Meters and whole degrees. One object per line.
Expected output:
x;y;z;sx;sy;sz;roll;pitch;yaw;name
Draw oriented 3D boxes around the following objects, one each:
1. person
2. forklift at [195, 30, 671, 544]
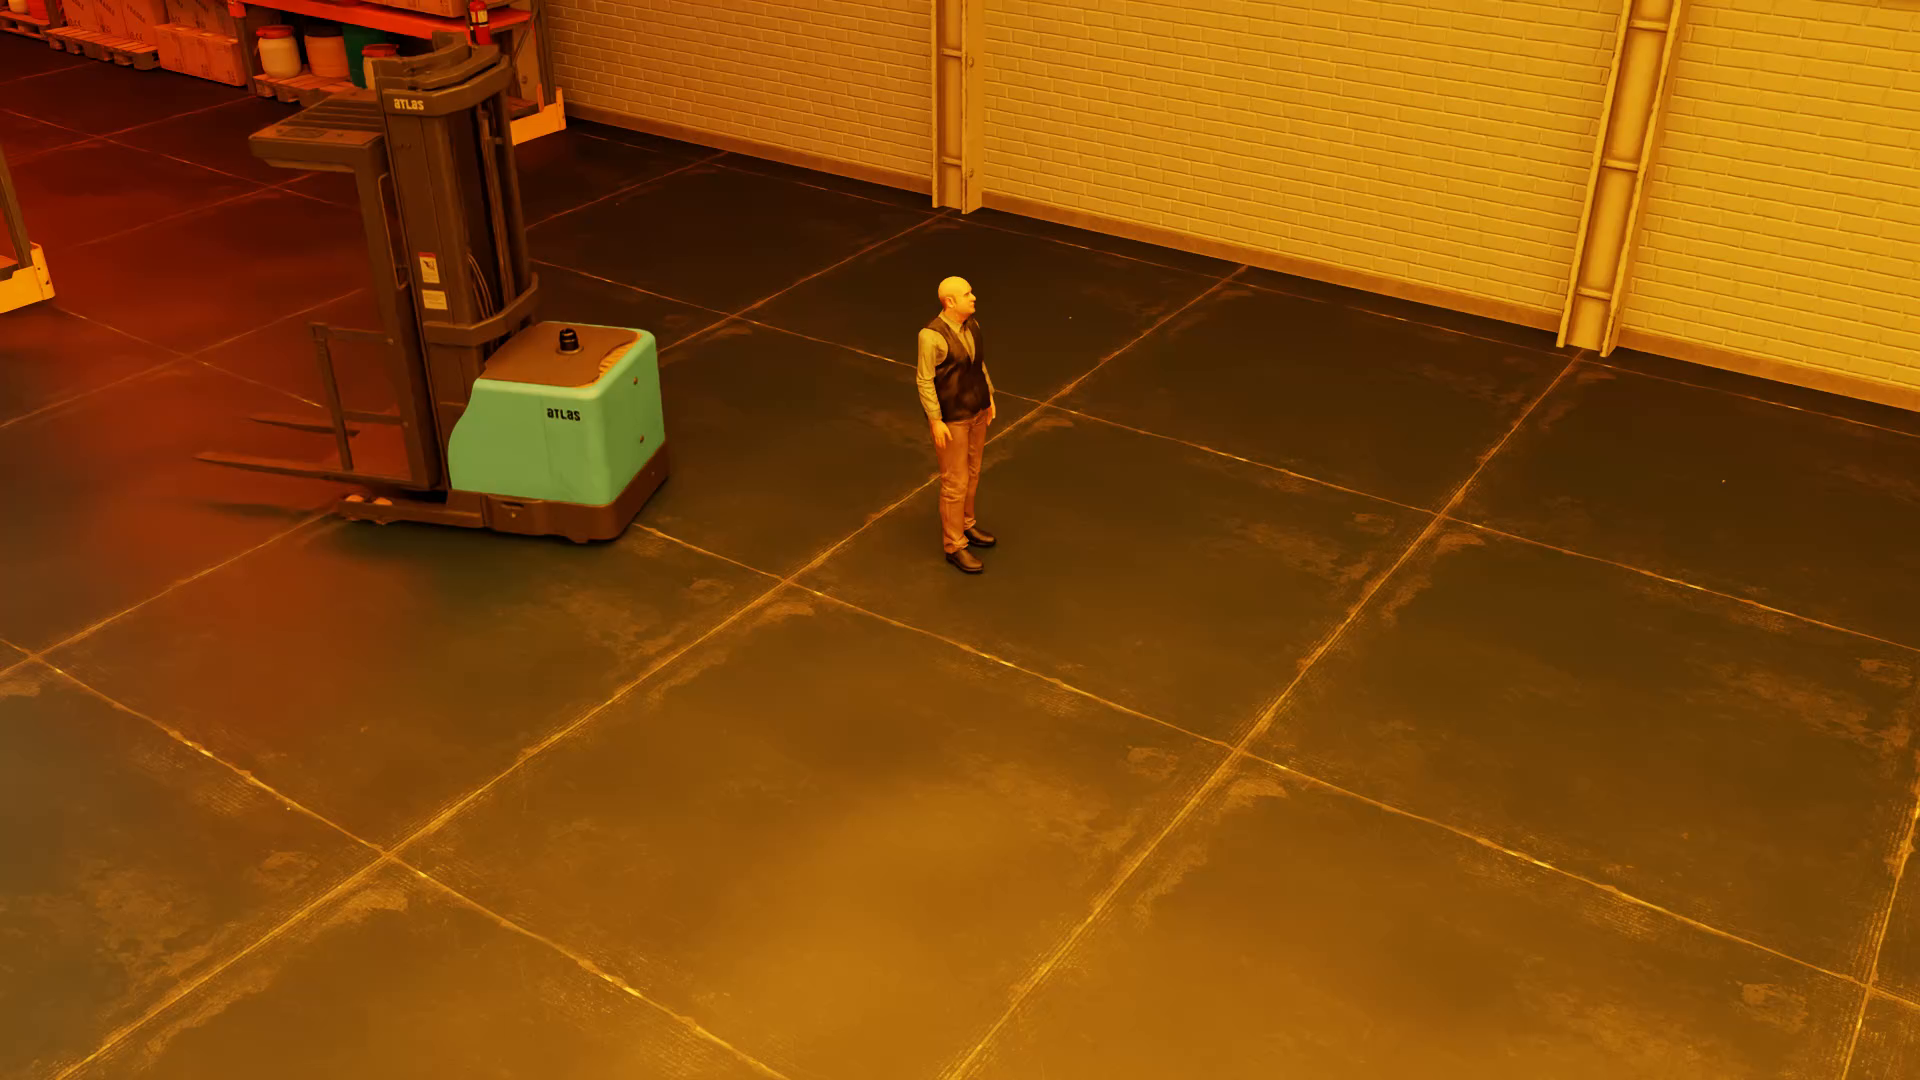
0.048;-0.730;10.028;0.566;1.722;0.634;19;35;29;person
-3.514;-1.618;10.367;3.031;2.935;1.130;6;31;11;forklift
